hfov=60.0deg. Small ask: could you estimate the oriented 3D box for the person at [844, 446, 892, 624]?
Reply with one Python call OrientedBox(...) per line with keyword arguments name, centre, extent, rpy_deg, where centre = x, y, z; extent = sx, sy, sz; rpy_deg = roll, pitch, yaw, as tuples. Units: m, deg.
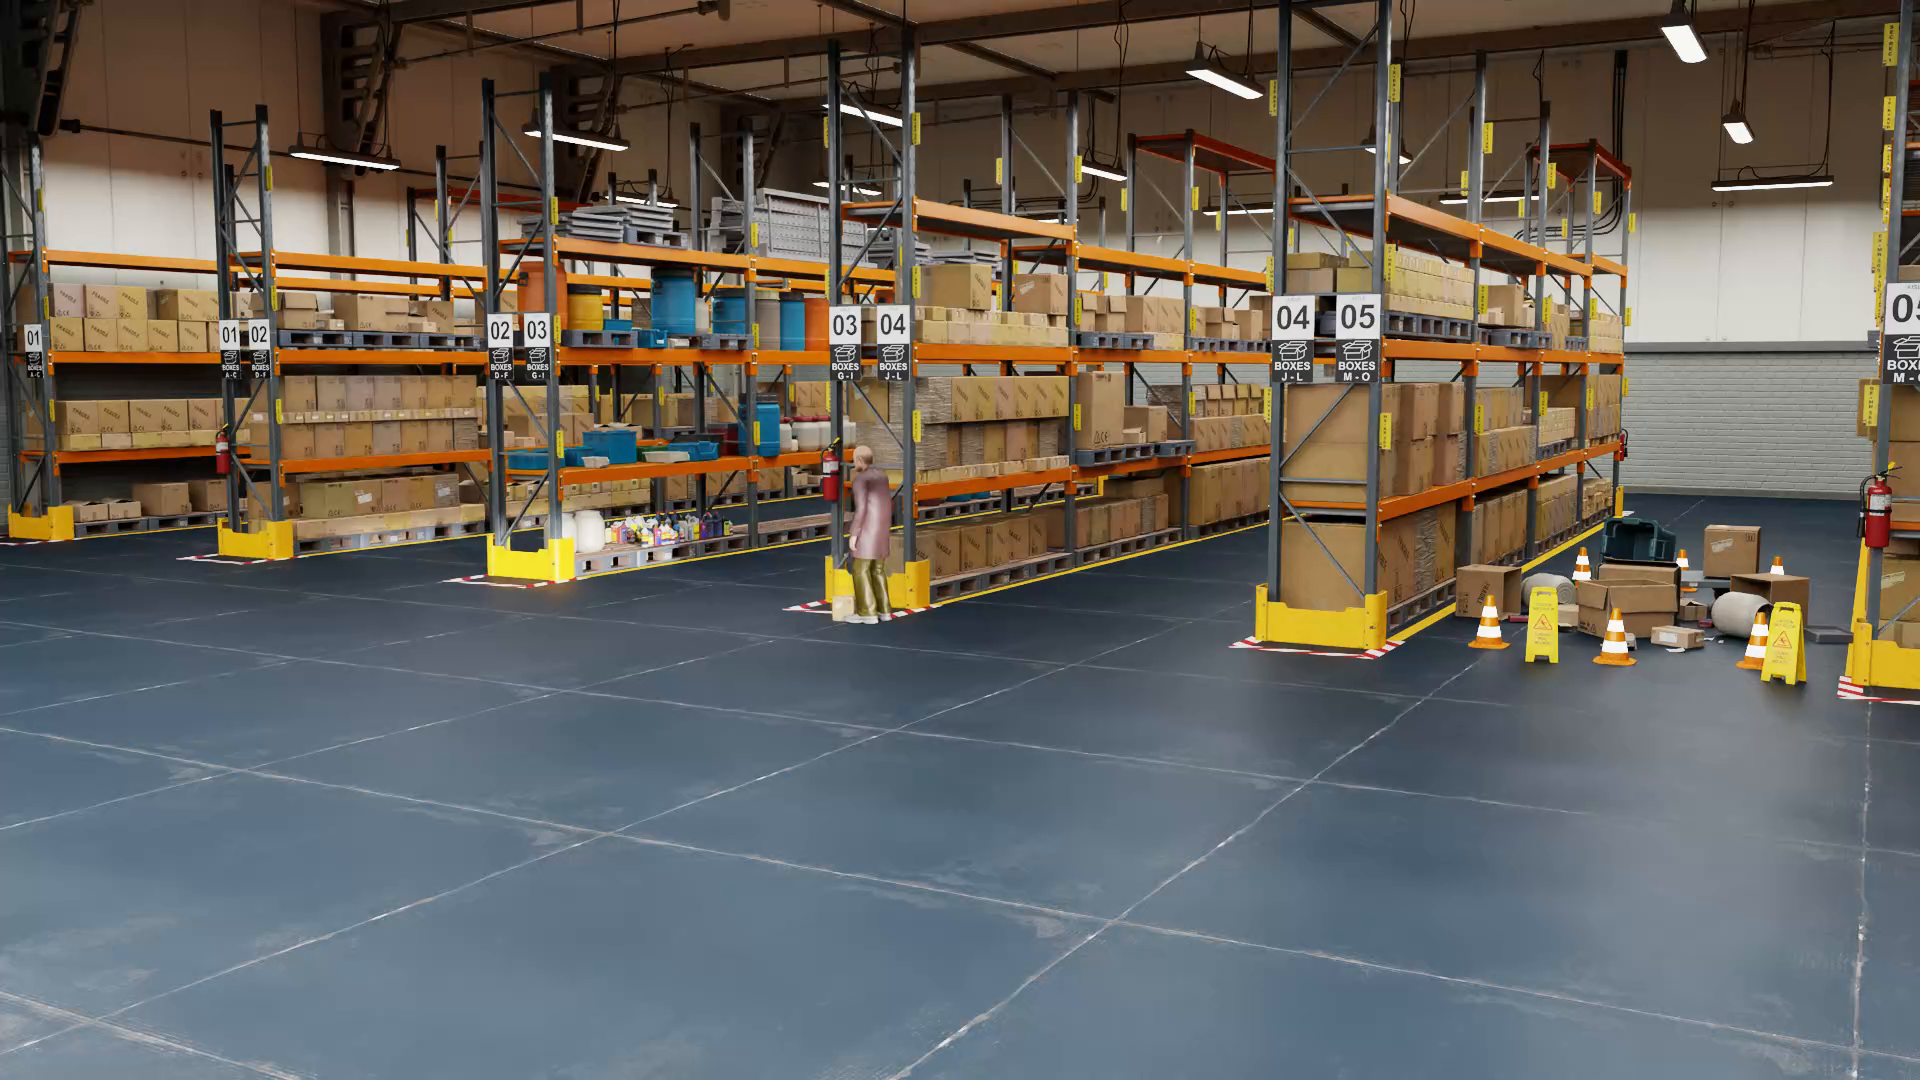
OrientedBox(name="person", centre=(-0.917, -0.057, 16.634), extent=(0.428, 1.773, 0.651), rpy_deg=(3, 7, 30))
